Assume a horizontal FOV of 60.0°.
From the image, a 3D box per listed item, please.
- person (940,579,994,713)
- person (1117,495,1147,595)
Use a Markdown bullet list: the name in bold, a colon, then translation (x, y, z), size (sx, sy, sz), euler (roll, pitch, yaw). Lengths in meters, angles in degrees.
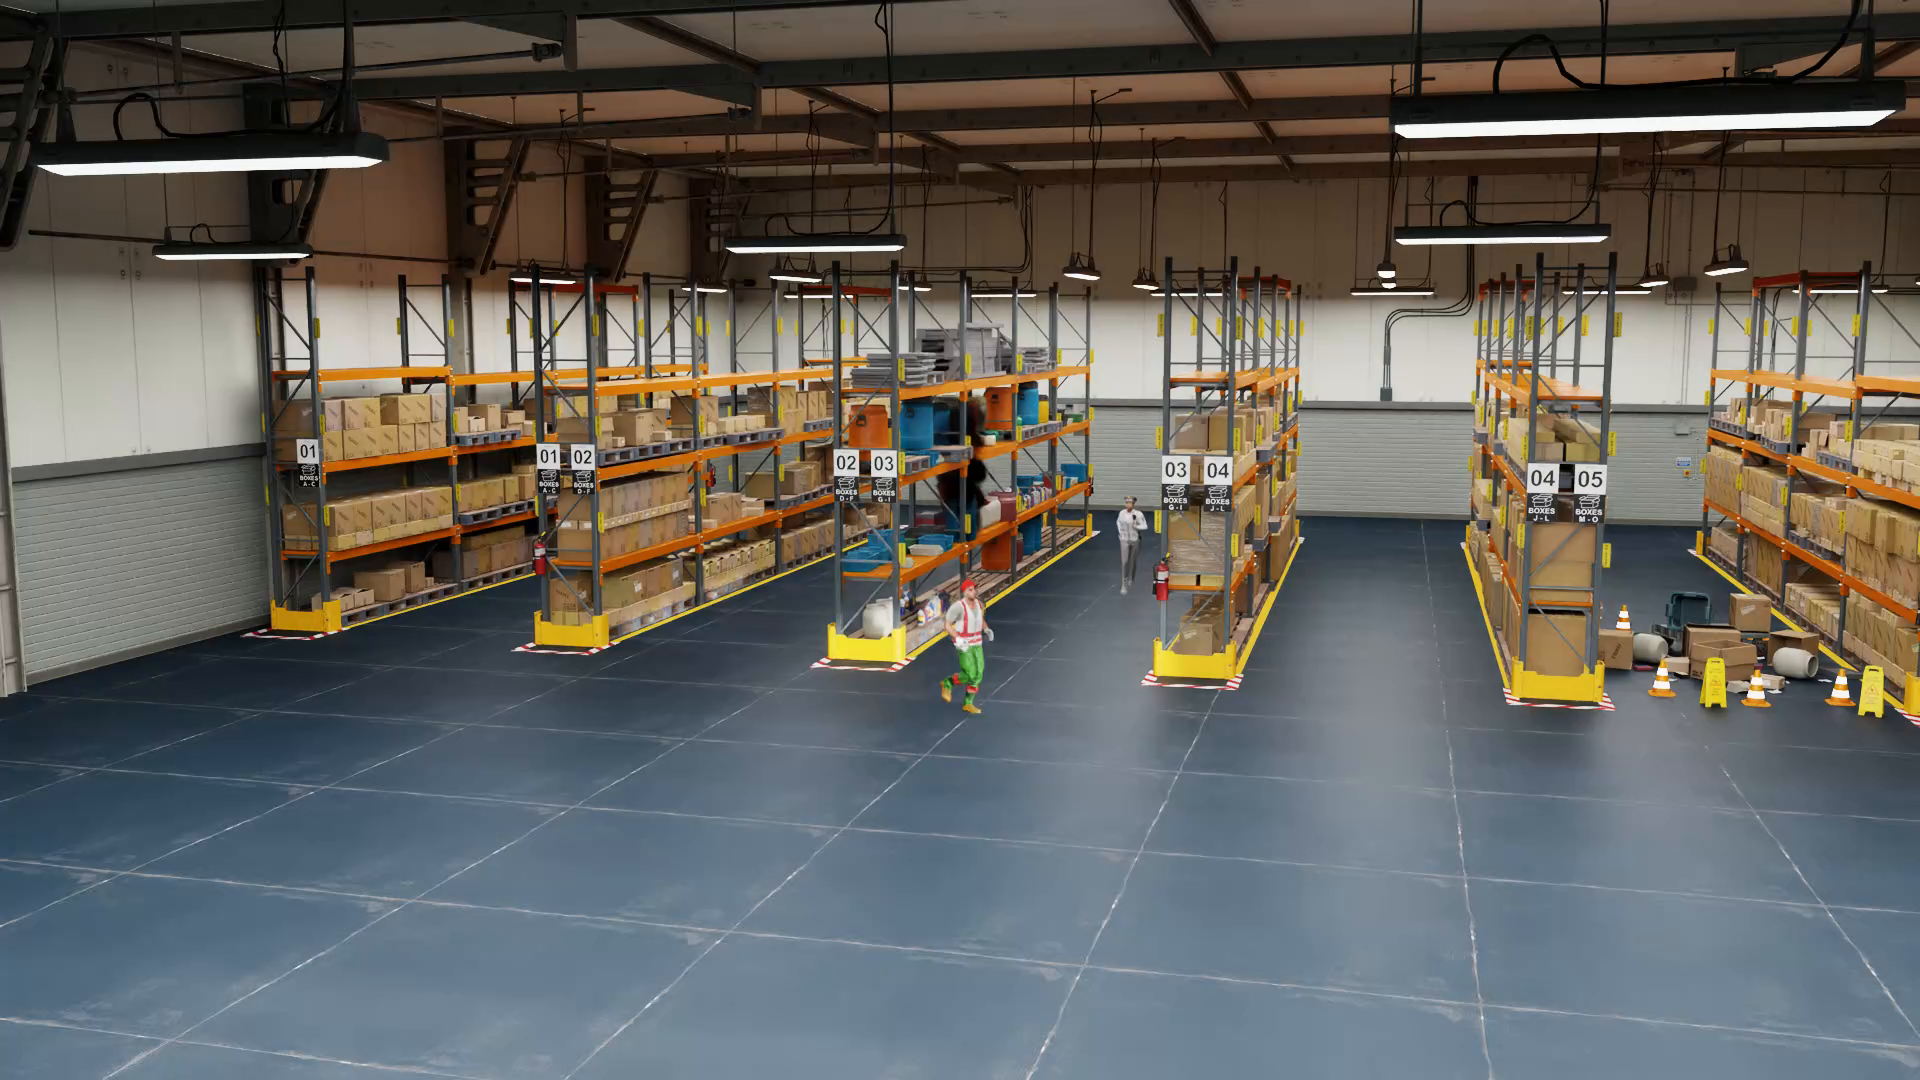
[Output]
- **person**: translation (0.094, 1.379, 21.851), size (0.651, 1.756, 0.650), euler (-7, 10, -43)
- **person**: translation (3.110, 0.063, 30.156), size (0.584, 1.777, 0.731), euler (2, 7, 12)
